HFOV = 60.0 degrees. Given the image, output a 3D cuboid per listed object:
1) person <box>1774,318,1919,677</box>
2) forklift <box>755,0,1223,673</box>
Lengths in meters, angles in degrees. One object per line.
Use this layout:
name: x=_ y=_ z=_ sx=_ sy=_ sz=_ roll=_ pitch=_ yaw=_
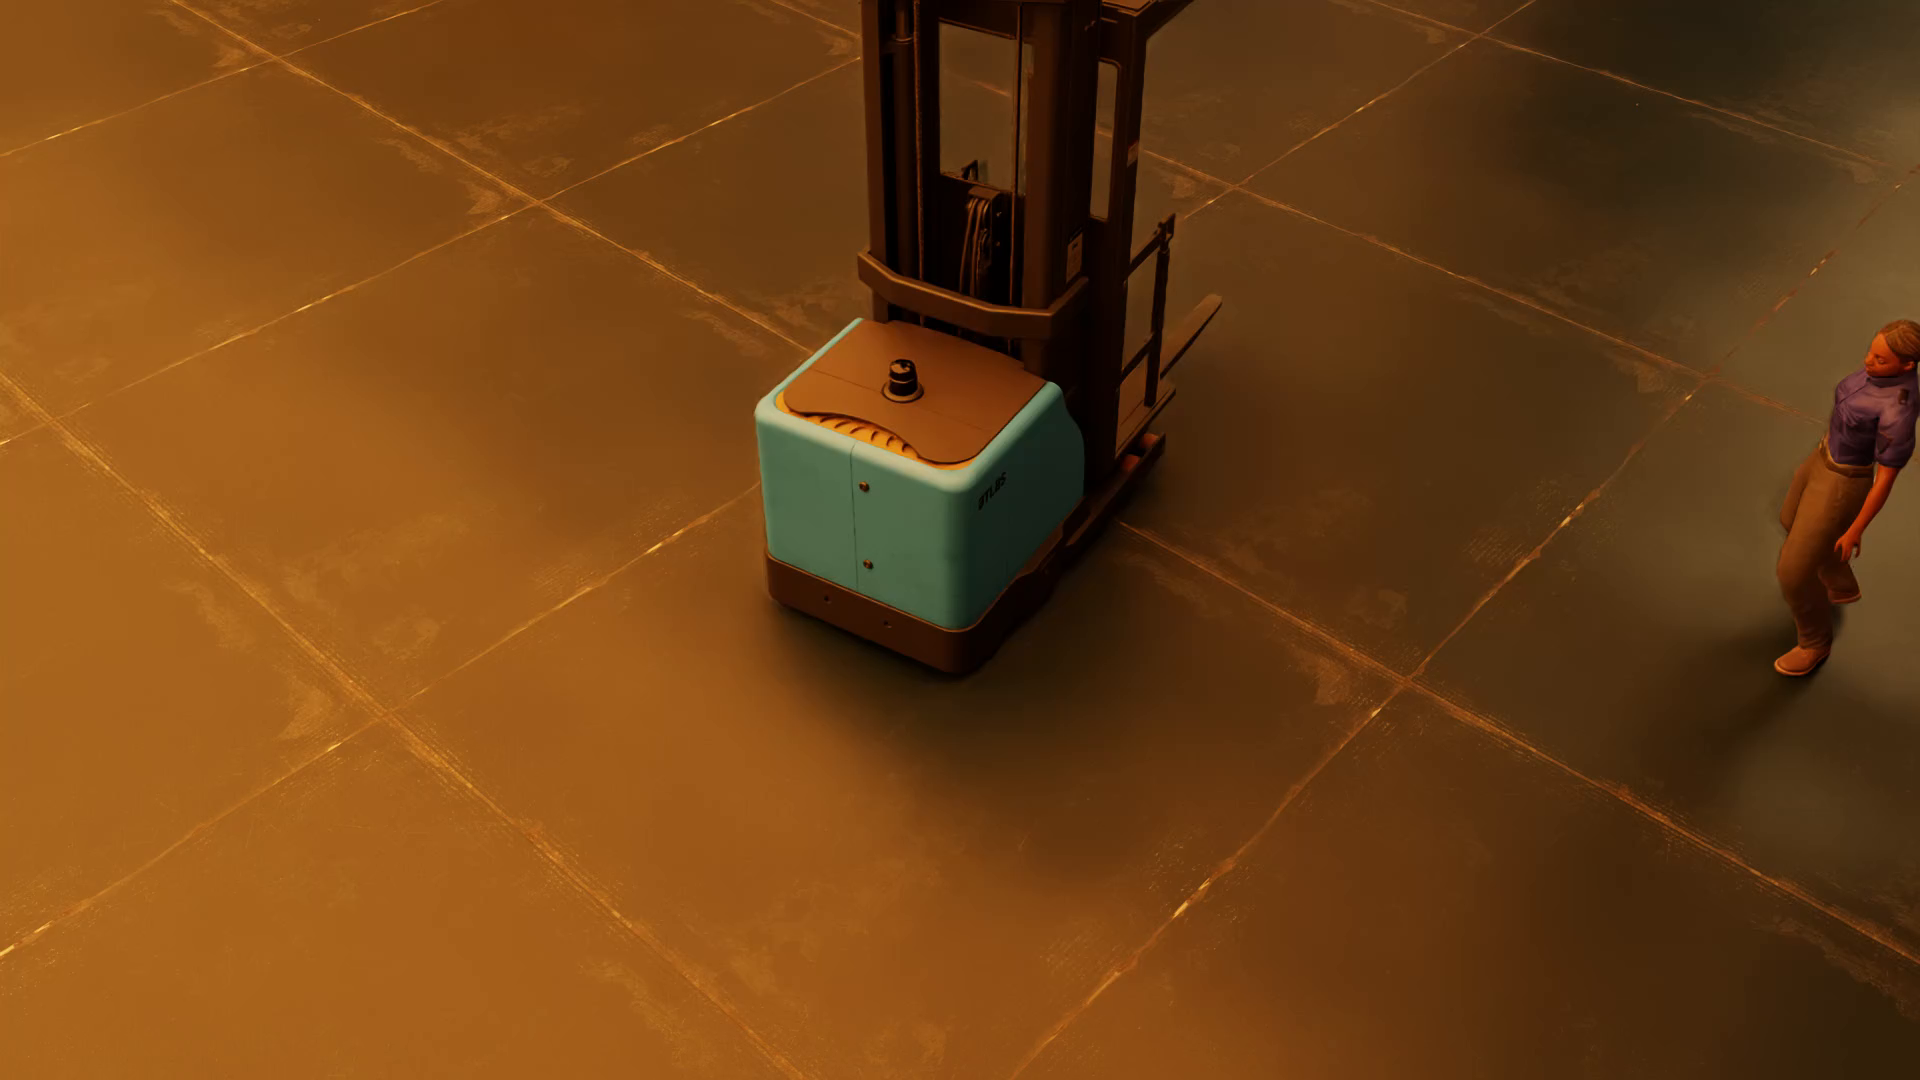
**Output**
person: x=3.677 y=-0.251 z=6.780 sx=0.470 sy=1.606 sz=0.817 roll=13 pitch=42 yaw=14
forklift: x=0.340 y=-1.498 z=7.174 sx=1.130 sy=2.935 sz=3.031 roll=21 pitch=45 yaw=23
